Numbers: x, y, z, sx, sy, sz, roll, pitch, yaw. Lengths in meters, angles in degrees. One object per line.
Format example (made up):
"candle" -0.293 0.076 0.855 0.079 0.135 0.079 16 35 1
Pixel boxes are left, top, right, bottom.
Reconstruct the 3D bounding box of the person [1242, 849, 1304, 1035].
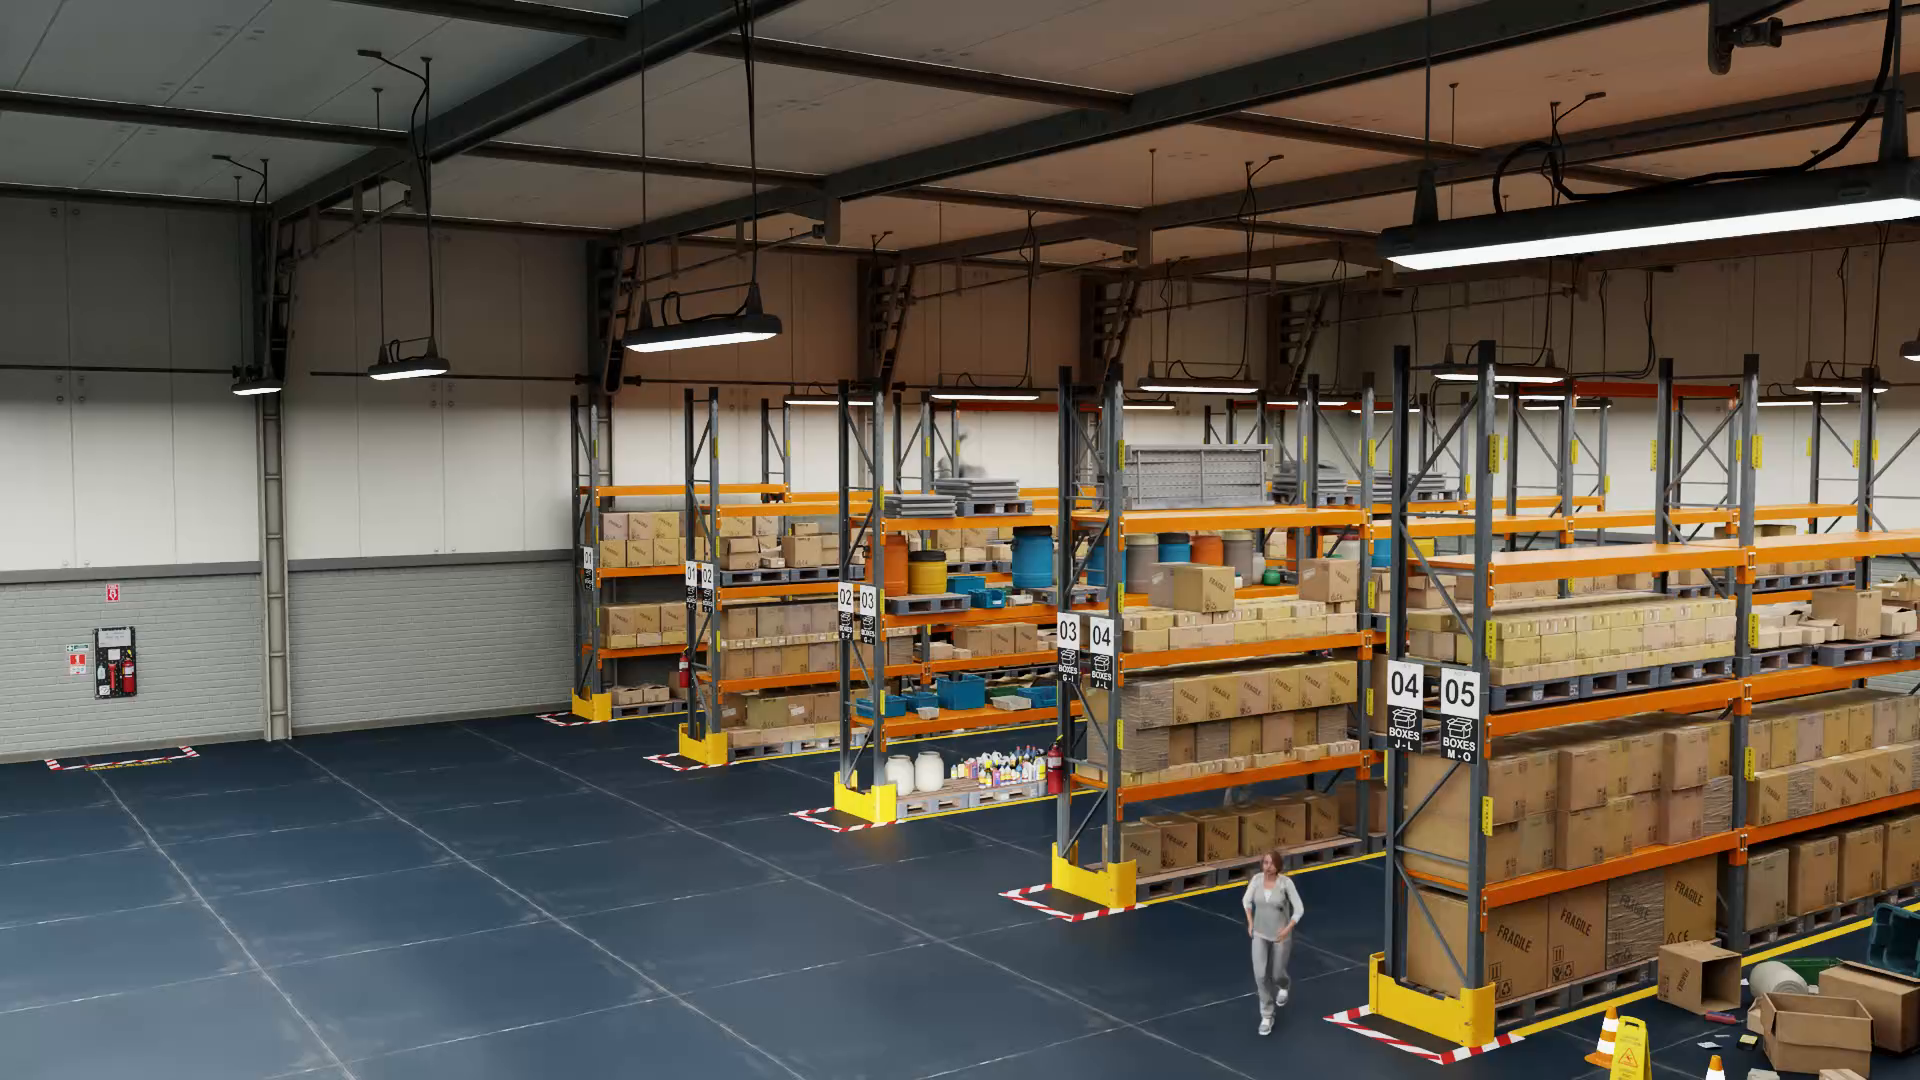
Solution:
"person" 2.767 3.498 14.715 0.558 1.580 0.688 1 4 23

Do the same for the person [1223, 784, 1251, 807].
"person" 3.829 2.904 23.277 0.860 1.731 0.571 -3 5 -45
